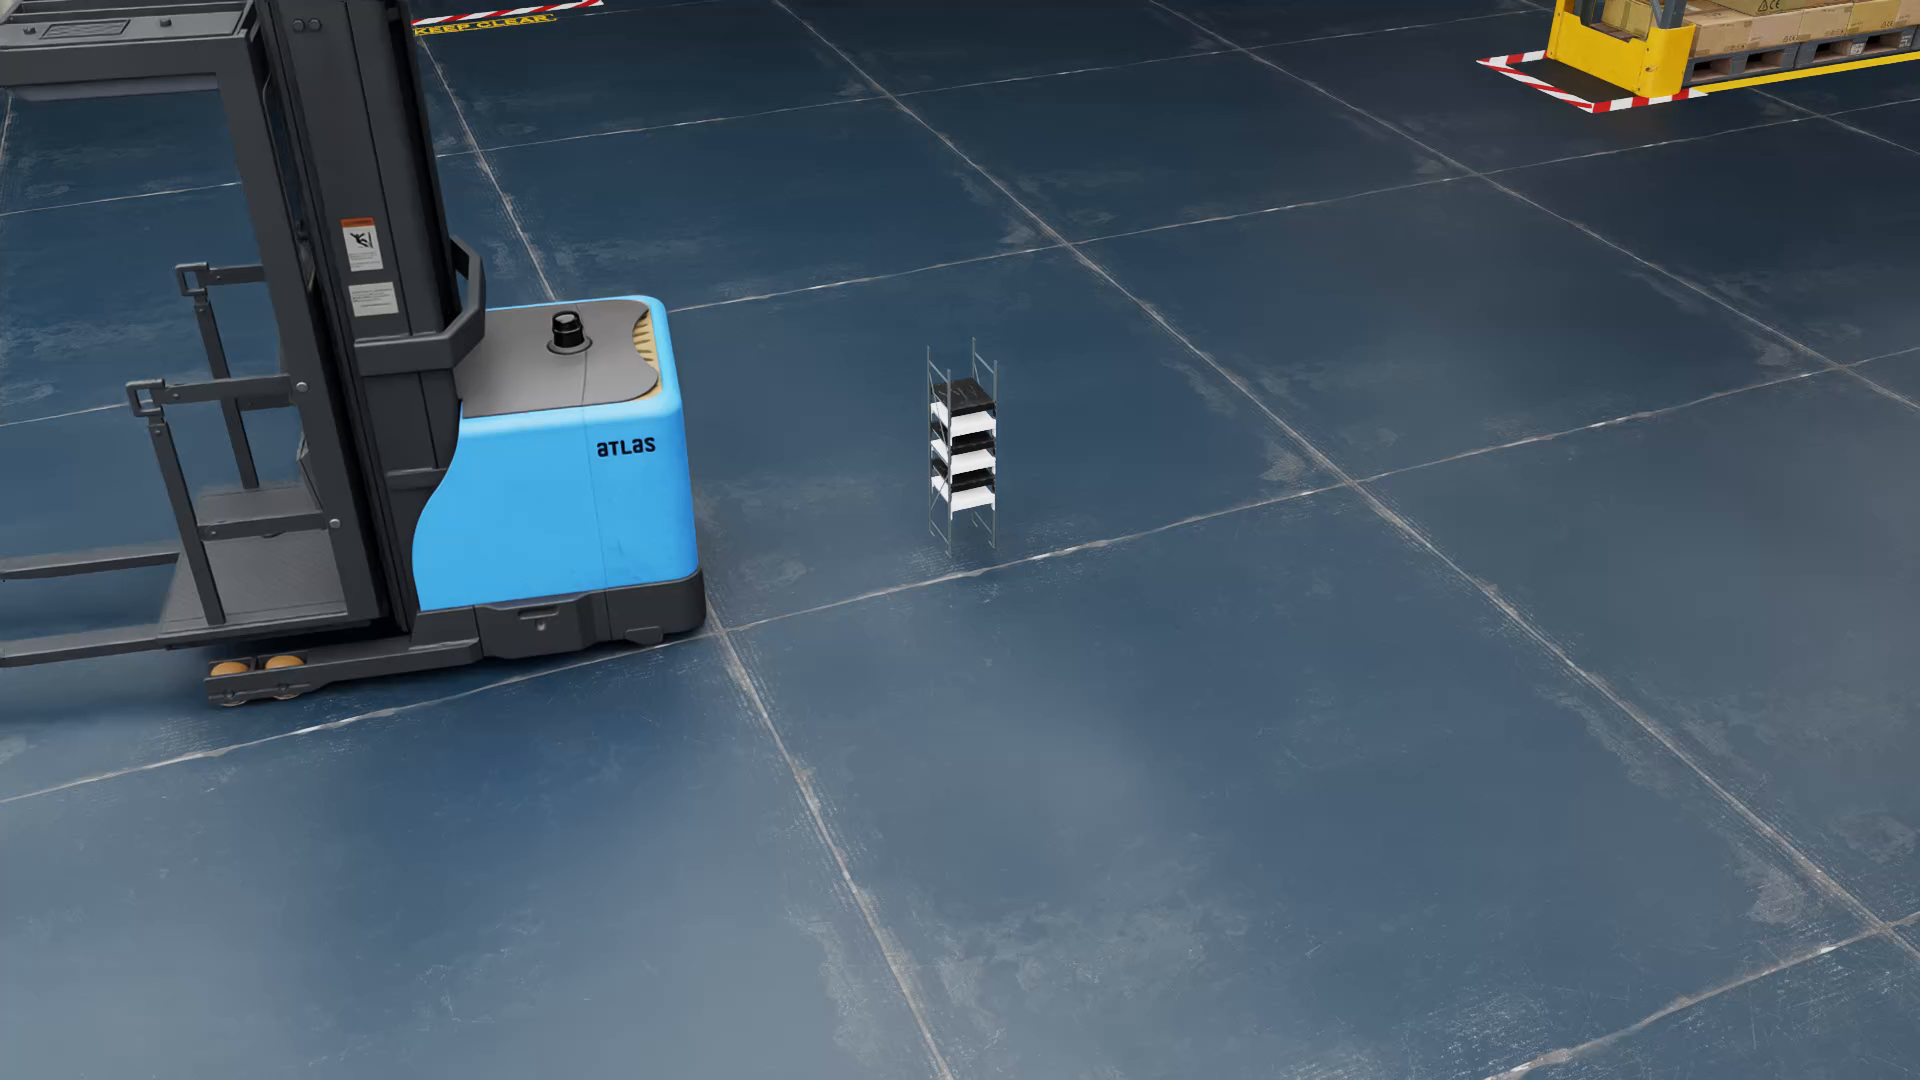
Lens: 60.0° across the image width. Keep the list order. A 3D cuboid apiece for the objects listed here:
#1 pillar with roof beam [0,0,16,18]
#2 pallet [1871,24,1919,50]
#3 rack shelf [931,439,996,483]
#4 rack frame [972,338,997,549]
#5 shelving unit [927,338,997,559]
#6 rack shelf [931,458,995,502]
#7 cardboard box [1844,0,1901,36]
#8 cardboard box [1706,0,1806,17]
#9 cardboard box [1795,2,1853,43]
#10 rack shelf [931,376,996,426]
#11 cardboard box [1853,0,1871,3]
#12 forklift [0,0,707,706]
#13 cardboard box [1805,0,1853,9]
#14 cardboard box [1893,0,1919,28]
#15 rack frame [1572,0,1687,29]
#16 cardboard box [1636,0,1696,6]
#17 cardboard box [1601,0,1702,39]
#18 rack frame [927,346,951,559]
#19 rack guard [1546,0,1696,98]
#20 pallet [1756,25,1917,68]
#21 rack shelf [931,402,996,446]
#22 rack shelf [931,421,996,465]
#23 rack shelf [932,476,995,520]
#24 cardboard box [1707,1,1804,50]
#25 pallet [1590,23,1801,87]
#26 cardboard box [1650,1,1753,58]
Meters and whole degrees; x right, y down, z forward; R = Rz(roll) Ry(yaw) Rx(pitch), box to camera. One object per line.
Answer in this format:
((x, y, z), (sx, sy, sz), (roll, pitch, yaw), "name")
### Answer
((-5.996, -5.728, 7.802), (0.400, 9.000, 9.100), (-13, 35, -19), "pillar with roof beam")
((7.951, -4.368, 13.769), (1.213, 0.211, 1.003), (-13, 35, -19), "pallet")
((0.007, -0.351, 7.025), (0.200, 0.077, 0.258), (-13, 35, -19), "rack shelf")
((0.101, -0.400, 7.040), (0.006, 0.900, 0.240), (-13, 35, -19), "rack frame")
((0.007, -0.379, 7.007), (0.210, 0.900, 0.258), (-13, 35, -19), "shelving unit")
((0.007, -0.276, 7.074), (0.200, 0.077, 0.258), (-13, 35, -19), "rack shelf")
((6.977, -4.180, 13.060), (0.500, 0.250, 0.500), (-13, 35, -19), "cardboard box")
((6.053, -4.285, 12.533), (0.500, 0.500, 0.500), (-13, 35, -19), "cardboard box")
((6.514, -4.077, 12.901), (0.500, 0.250, 0.500), (-13, 35, -19), "cardboard box")
((0.007, -0.577, 6.878), (0.200, 0.077, 0.258), (-13, 35, -19), "rack shelf")
((6.977, -4.493, 12.854), (0.500, 0.500, 0.500), (-13, 35, -19), "cardboard box")
((-2.585, -0.918, 5.973), (3.031, 2.935, 1.130), (-7, 34, -11), "forklift")
((6.509, -4.397, 12.705), (0.500, 0.500, 0.500), (-13, 35, -19), "cardboard box")
((7.437, -4.286, 13.222), (0.500, 0.250, 0.500), (-13, 35, -19), "cardboard box")
((5.012, -4.839, 11.937), (0.127, 3.000, 1.000), (-13, 35, -19), "rack frame")
((5.392, -4.440, 12.771), (0.500, 0.500, 0.500), (-13, 35, -19), "cardboard box")
((5.392, -4.124, 12.974), (0.500, 0.250, 0.500), (-13, 35, -19), "cardboard box")
((-0.086, -0.357, 6.974), (0.006, 0.900, 0.240), (-13, 35, -19), "rack frame")
((4.990, -3.786, 12.611), (0.348, 0.500, 1.175), (-13, 35, -19), "rack guard")
((6.824, -4.108, 13.370), (1.213, 0.211, 1.003), (-13, 35, -19), "pallet")
((0.007, -0.502, 6.927), (0.200, 0.077, 0.258), (-13, 35, -19), "rack shelf")
((0.007, -0.426, 6.976), (0.200, 0.077, 0.258), (-13, 35, -19), "rack shelf")
((0.007, -0.200, 7.124), (0.200, 0.077, 0.258), (-13, 35, -19), "rack shelf")
((6.053, -3.971, 12.739), (0.500, 0.250, 0.500), (-13, 35, -19), "cardboard box")
((5.701, -3.853, 12.978), (1.213, 0.211, 1.003), (-13, 35, -19), "pallet")
((5.593, -3.864, 12.574), (0.500, 0.250, 0.500), (-13, 35, -19), "cardboard box")
